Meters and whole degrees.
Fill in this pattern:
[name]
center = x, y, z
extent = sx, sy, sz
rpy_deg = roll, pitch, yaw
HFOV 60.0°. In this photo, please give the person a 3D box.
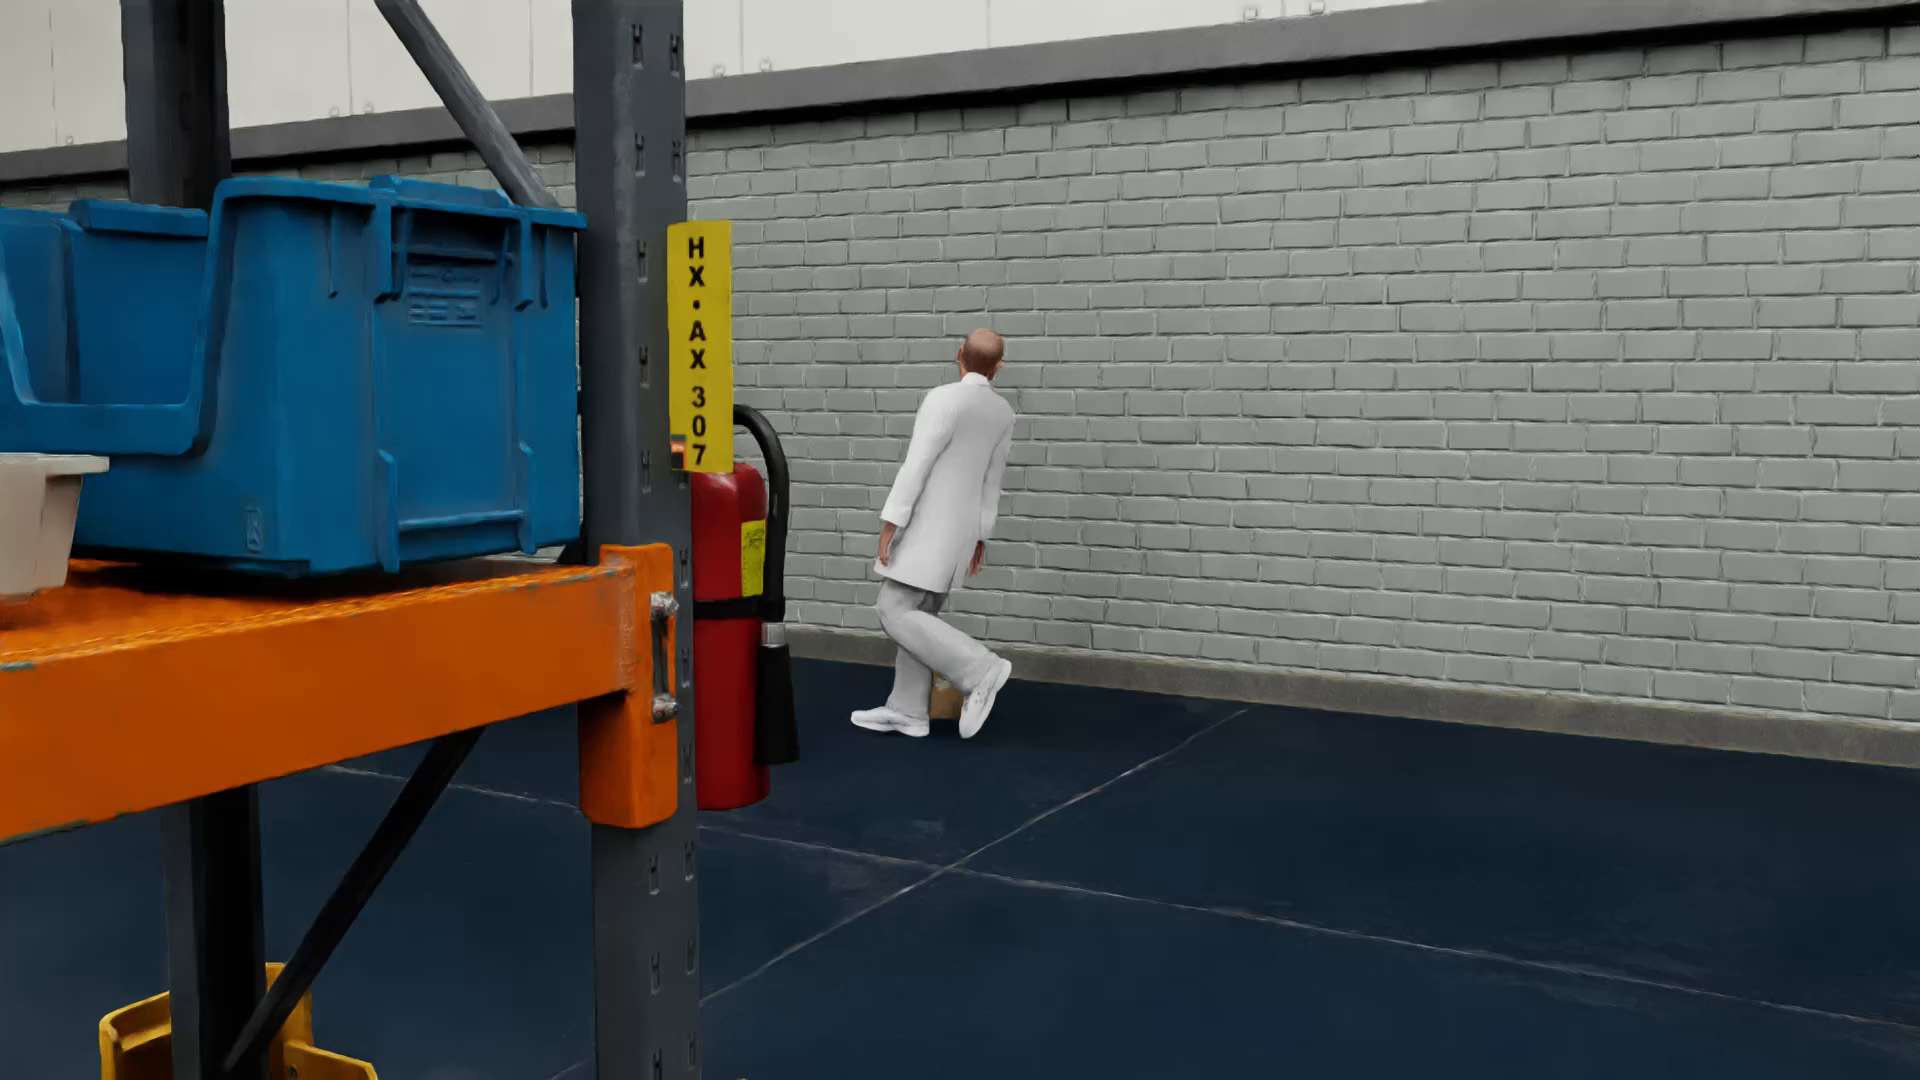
[person]
center = -0.110, -0.025, 7.041
extent = 0.749, 1.733, 0.683
rpy_deg = 3, 7, 27
